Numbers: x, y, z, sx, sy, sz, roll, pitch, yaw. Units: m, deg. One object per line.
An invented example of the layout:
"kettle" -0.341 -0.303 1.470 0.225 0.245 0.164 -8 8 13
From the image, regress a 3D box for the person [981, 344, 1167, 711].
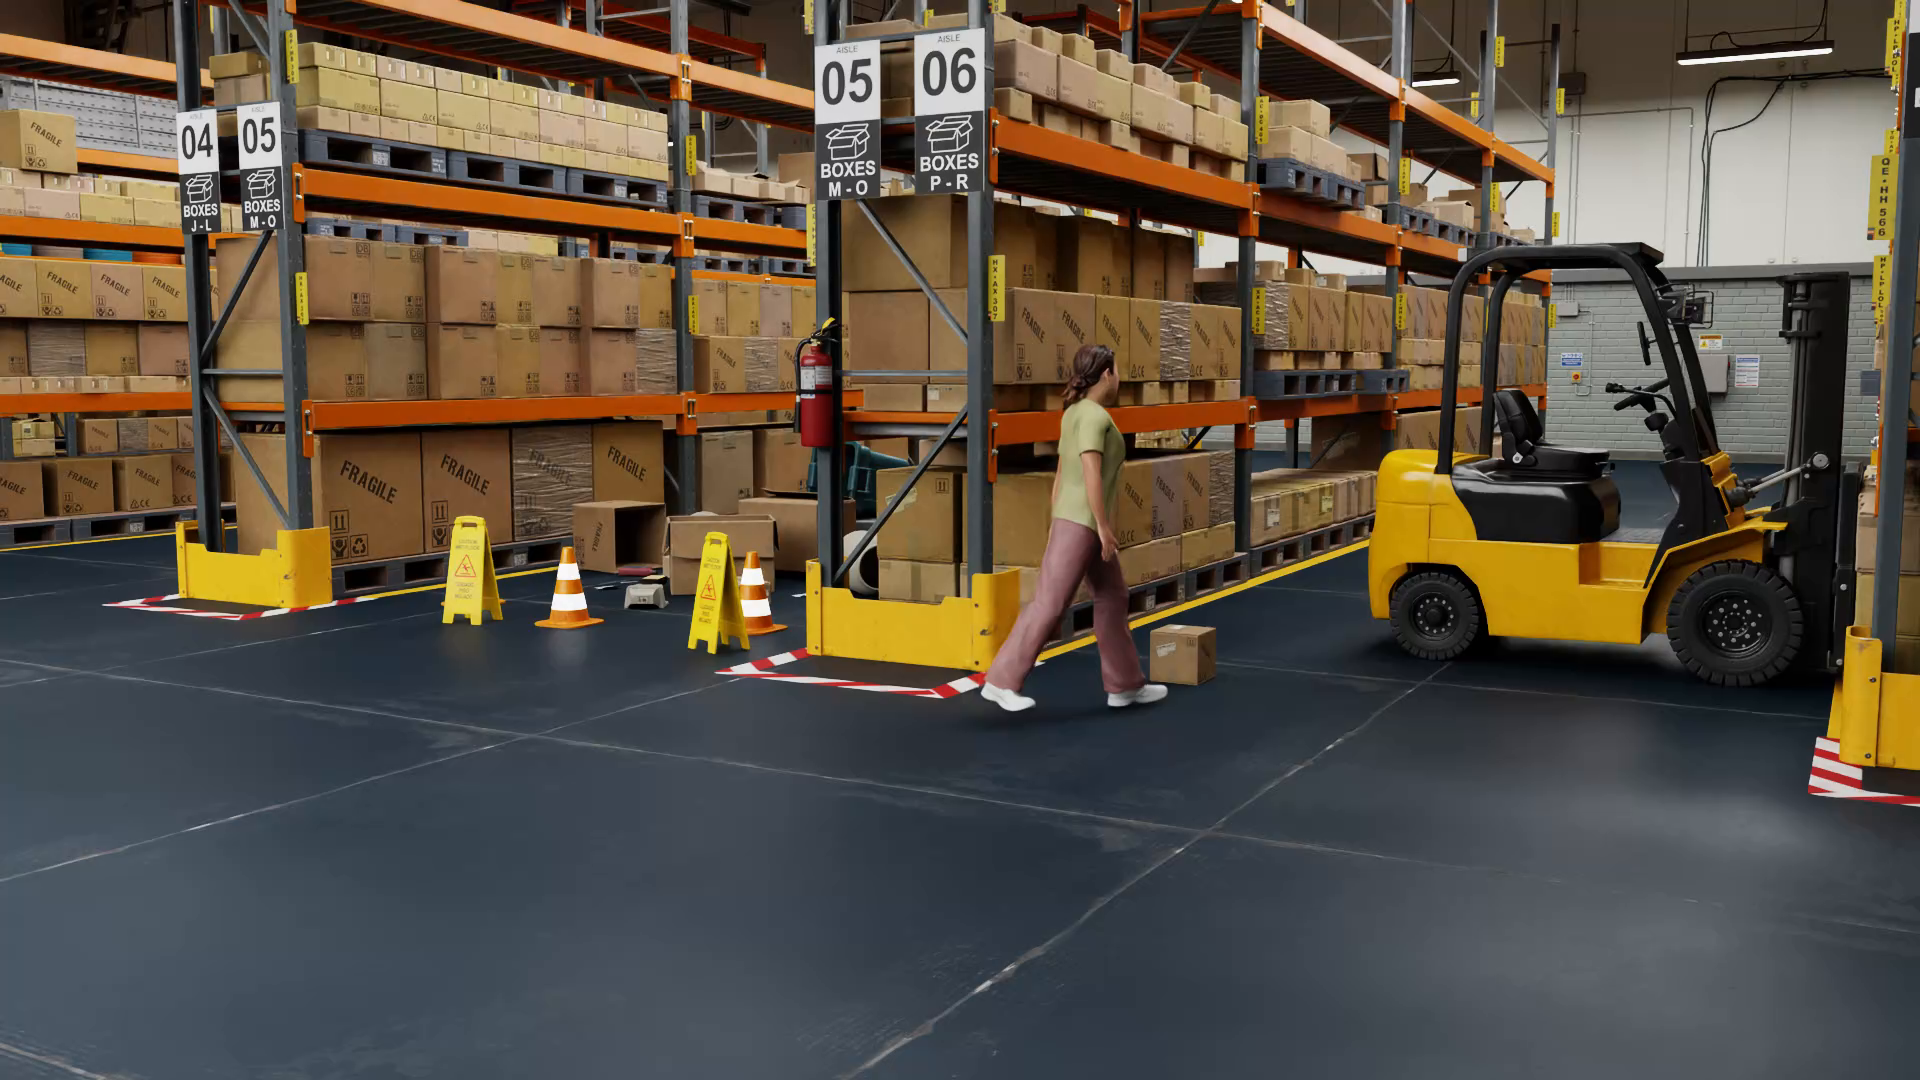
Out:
"person" 0.528 -0.049 7.401 0.882 1.637 0.546 0 6 -4
